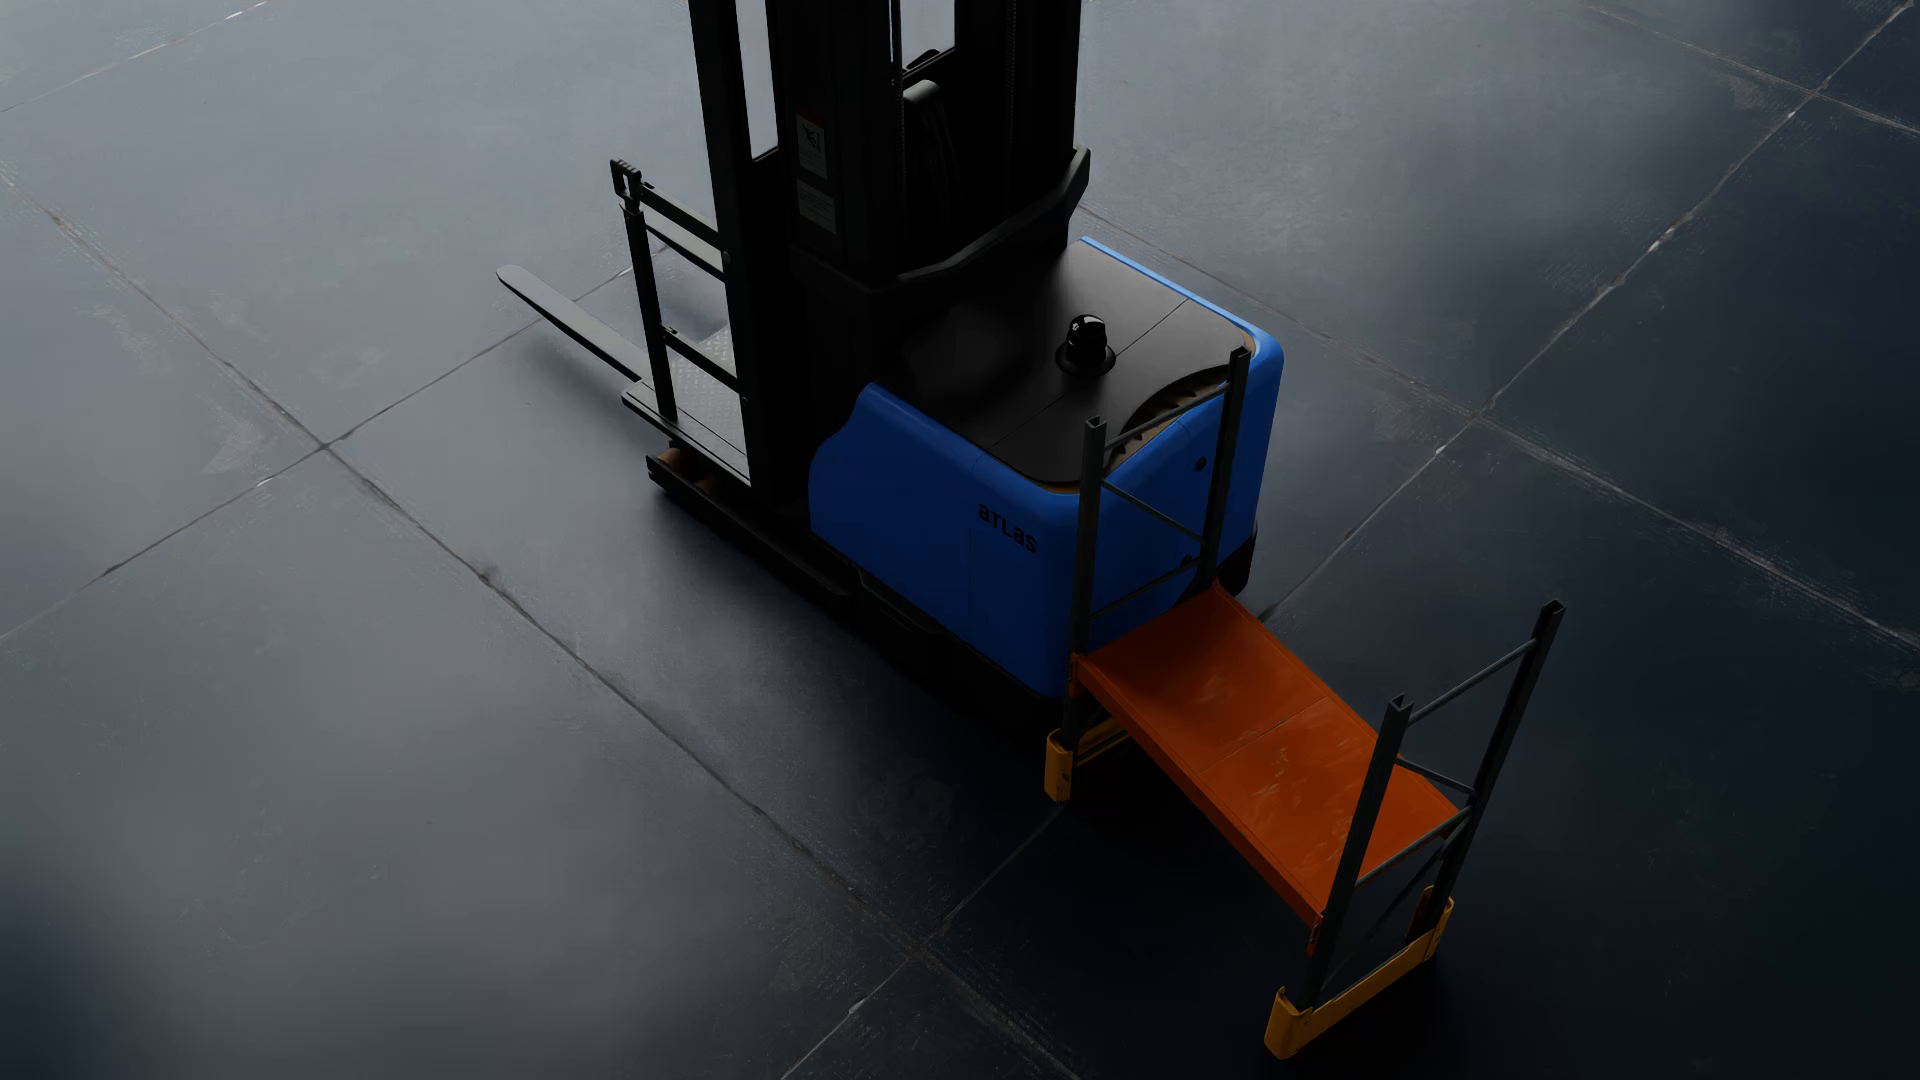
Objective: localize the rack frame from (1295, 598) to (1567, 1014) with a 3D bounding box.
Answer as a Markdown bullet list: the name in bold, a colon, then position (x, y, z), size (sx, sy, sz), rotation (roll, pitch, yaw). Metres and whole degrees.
- **rack frame**: position (1.086, 0.749, 4.018), size (0.500, 1.500, 0.032), rotation (-27, 52, -23)

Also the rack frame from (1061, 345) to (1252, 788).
- **rack frame**: position (0.512, 0.137, 4.592), size (0.500, 1.500, 0.032), rotation (-27, 52, -23)

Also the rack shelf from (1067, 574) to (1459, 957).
- **rack shelf**: position (0.799, 0.566, 4.436), size (0.538, 0.185, 1.000), rotation (-27, 52, -23)

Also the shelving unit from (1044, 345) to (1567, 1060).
- **shelving unit**: position (0.794, 0.438, 4.310), size (0.587, 1.500, 1.083), rotation (-27, 52, -23)

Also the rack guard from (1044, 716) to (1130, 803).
- **rack guard**: position (0.512, 0.566, 5.047), size (0.587, 0.250, 0.087), rotation (-27, 52, -23)

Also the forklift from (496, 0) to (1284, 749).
- **forklift**: position (-0.461, -1.316, 4.975), size (3.031, 2.935, 1.130), rotation (34, 56, 28)

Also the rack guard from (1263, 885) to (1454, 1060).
- **rack guard**: position (1.075, 1.165, 4.485), size (0.587, 0.250, 0.087), rotation (-27, 52, -23)
